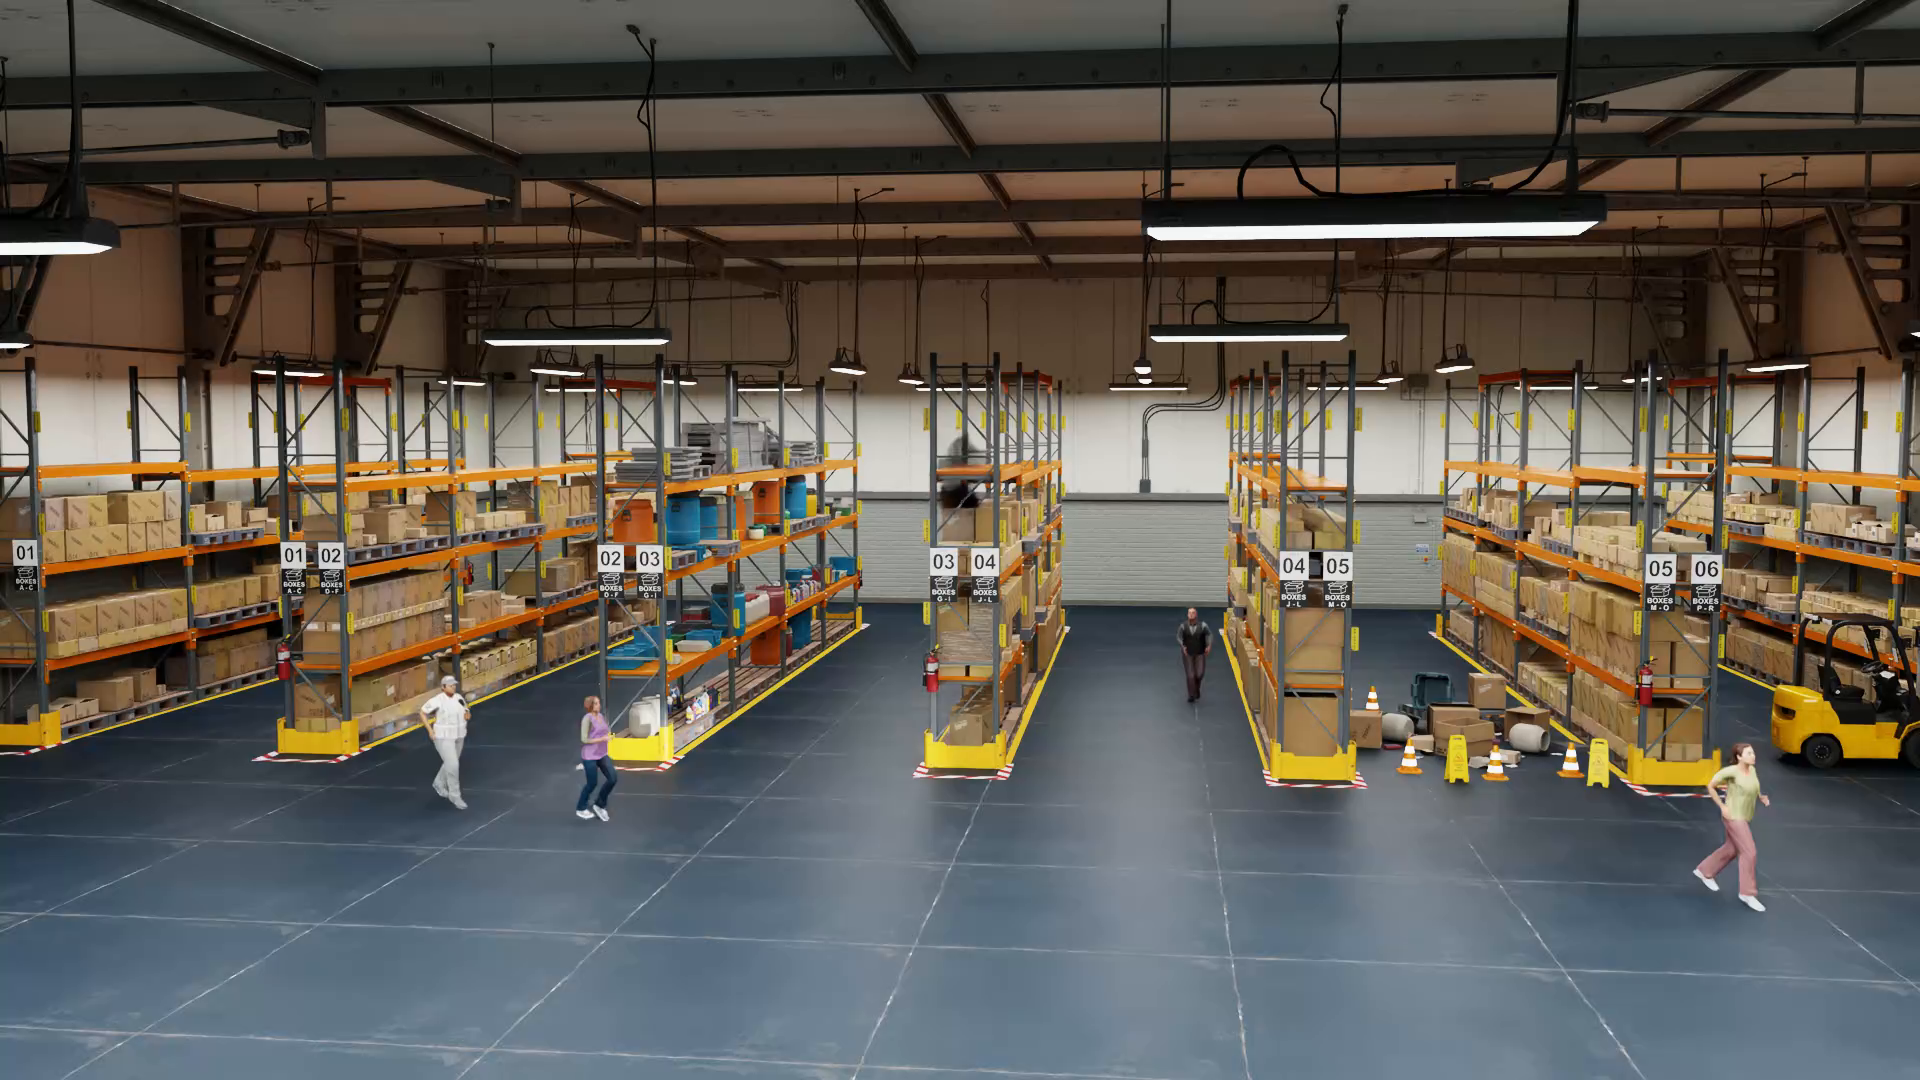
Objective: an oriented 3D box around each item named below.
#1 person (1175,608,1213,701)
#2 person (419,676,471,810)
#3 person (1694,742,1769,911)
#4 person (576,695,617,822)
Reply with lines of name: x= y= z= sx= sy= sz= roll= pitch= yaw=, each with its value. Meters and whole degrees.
person: x=4.183 y=2.062 z=29.718 sx=0.672 sy=1.677 sz=0.542 roll=1 pitch=4 yaw=9
person: x=-6.696 y=2.623 z=21.789 sx=0.837 sy=1.707 sz=0.588 roll=3 pitch=5 yaw=32
person: x=8.090 y=2.932 z=17.383 sx=0.572 sy=1.702 sz=0.840 roll=-3 pitch=5 yaw=-35
person: x=-4.539 y=2.735 z=20.790 sx=0.639 sy=1.608 sz=0.517 roll=2 pitch=5 yaw=28
